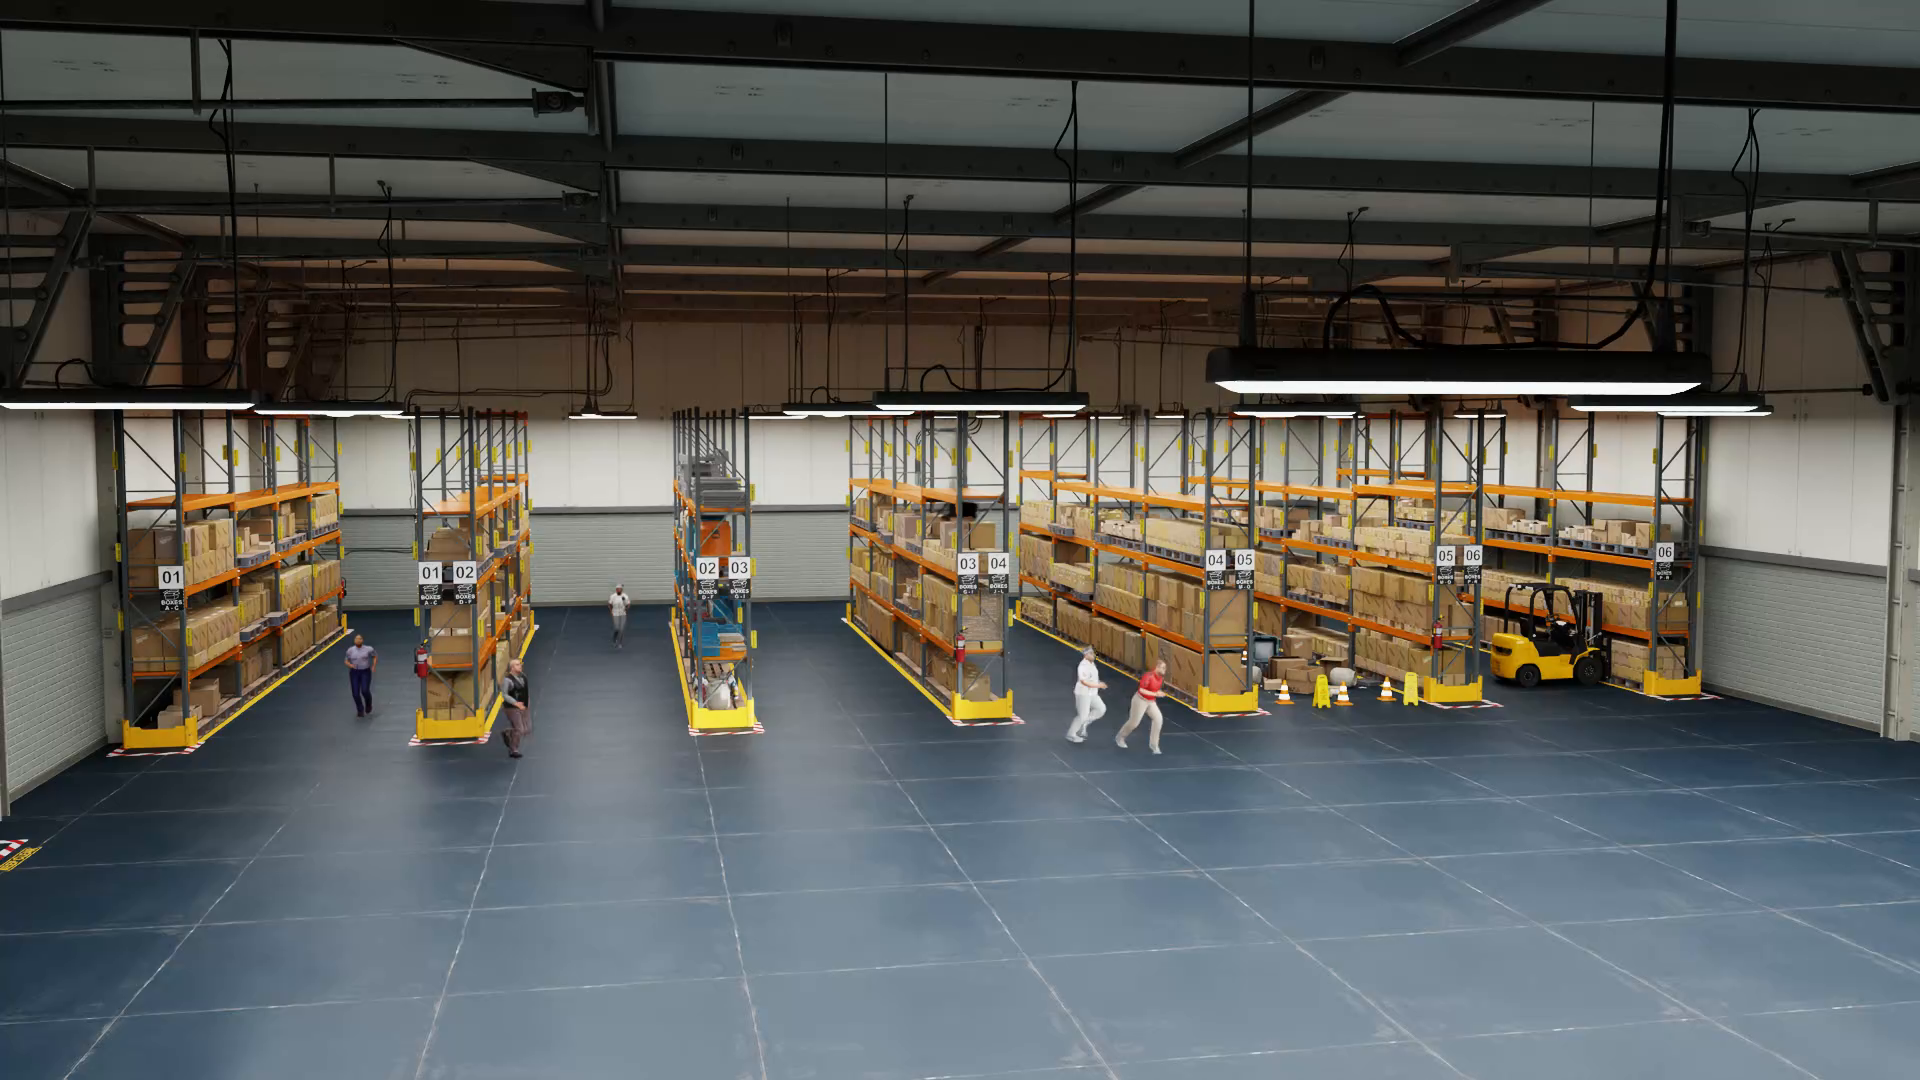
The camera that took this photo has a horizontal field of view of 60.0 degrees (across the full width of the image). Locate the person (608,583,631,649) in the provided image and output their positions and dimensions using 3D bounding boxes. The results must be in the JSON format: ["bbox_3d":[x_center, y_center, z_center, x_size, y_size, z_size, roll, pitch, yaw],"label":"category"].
[{"bbox_3d":[-8.563,1.917,41.869,0.561,1.656,0.573,-1,4,-15],"label":"person"}]

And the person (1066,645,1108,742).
[{"bbox_3d":[2.301,2.735,29.730,0.778,1.733,0.683,2,5,26],"label":"person"}]

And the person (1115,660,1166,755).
[{"bbox_3d":[3.157,2.893,28.848,1.017,1.695,0.707,3,5,37],"label":"person"}]

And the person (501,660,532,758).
[{"bbox_3d":[-7.581,2.870,28.377,0.646,1.688,0.677,2,4,25],"label":"person"}]

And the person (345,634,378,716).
[{"bbox_3d":[-11.614,2.624,32.223,0.591,1.609,0.577,-1,4,-11],"label":"person"}]
